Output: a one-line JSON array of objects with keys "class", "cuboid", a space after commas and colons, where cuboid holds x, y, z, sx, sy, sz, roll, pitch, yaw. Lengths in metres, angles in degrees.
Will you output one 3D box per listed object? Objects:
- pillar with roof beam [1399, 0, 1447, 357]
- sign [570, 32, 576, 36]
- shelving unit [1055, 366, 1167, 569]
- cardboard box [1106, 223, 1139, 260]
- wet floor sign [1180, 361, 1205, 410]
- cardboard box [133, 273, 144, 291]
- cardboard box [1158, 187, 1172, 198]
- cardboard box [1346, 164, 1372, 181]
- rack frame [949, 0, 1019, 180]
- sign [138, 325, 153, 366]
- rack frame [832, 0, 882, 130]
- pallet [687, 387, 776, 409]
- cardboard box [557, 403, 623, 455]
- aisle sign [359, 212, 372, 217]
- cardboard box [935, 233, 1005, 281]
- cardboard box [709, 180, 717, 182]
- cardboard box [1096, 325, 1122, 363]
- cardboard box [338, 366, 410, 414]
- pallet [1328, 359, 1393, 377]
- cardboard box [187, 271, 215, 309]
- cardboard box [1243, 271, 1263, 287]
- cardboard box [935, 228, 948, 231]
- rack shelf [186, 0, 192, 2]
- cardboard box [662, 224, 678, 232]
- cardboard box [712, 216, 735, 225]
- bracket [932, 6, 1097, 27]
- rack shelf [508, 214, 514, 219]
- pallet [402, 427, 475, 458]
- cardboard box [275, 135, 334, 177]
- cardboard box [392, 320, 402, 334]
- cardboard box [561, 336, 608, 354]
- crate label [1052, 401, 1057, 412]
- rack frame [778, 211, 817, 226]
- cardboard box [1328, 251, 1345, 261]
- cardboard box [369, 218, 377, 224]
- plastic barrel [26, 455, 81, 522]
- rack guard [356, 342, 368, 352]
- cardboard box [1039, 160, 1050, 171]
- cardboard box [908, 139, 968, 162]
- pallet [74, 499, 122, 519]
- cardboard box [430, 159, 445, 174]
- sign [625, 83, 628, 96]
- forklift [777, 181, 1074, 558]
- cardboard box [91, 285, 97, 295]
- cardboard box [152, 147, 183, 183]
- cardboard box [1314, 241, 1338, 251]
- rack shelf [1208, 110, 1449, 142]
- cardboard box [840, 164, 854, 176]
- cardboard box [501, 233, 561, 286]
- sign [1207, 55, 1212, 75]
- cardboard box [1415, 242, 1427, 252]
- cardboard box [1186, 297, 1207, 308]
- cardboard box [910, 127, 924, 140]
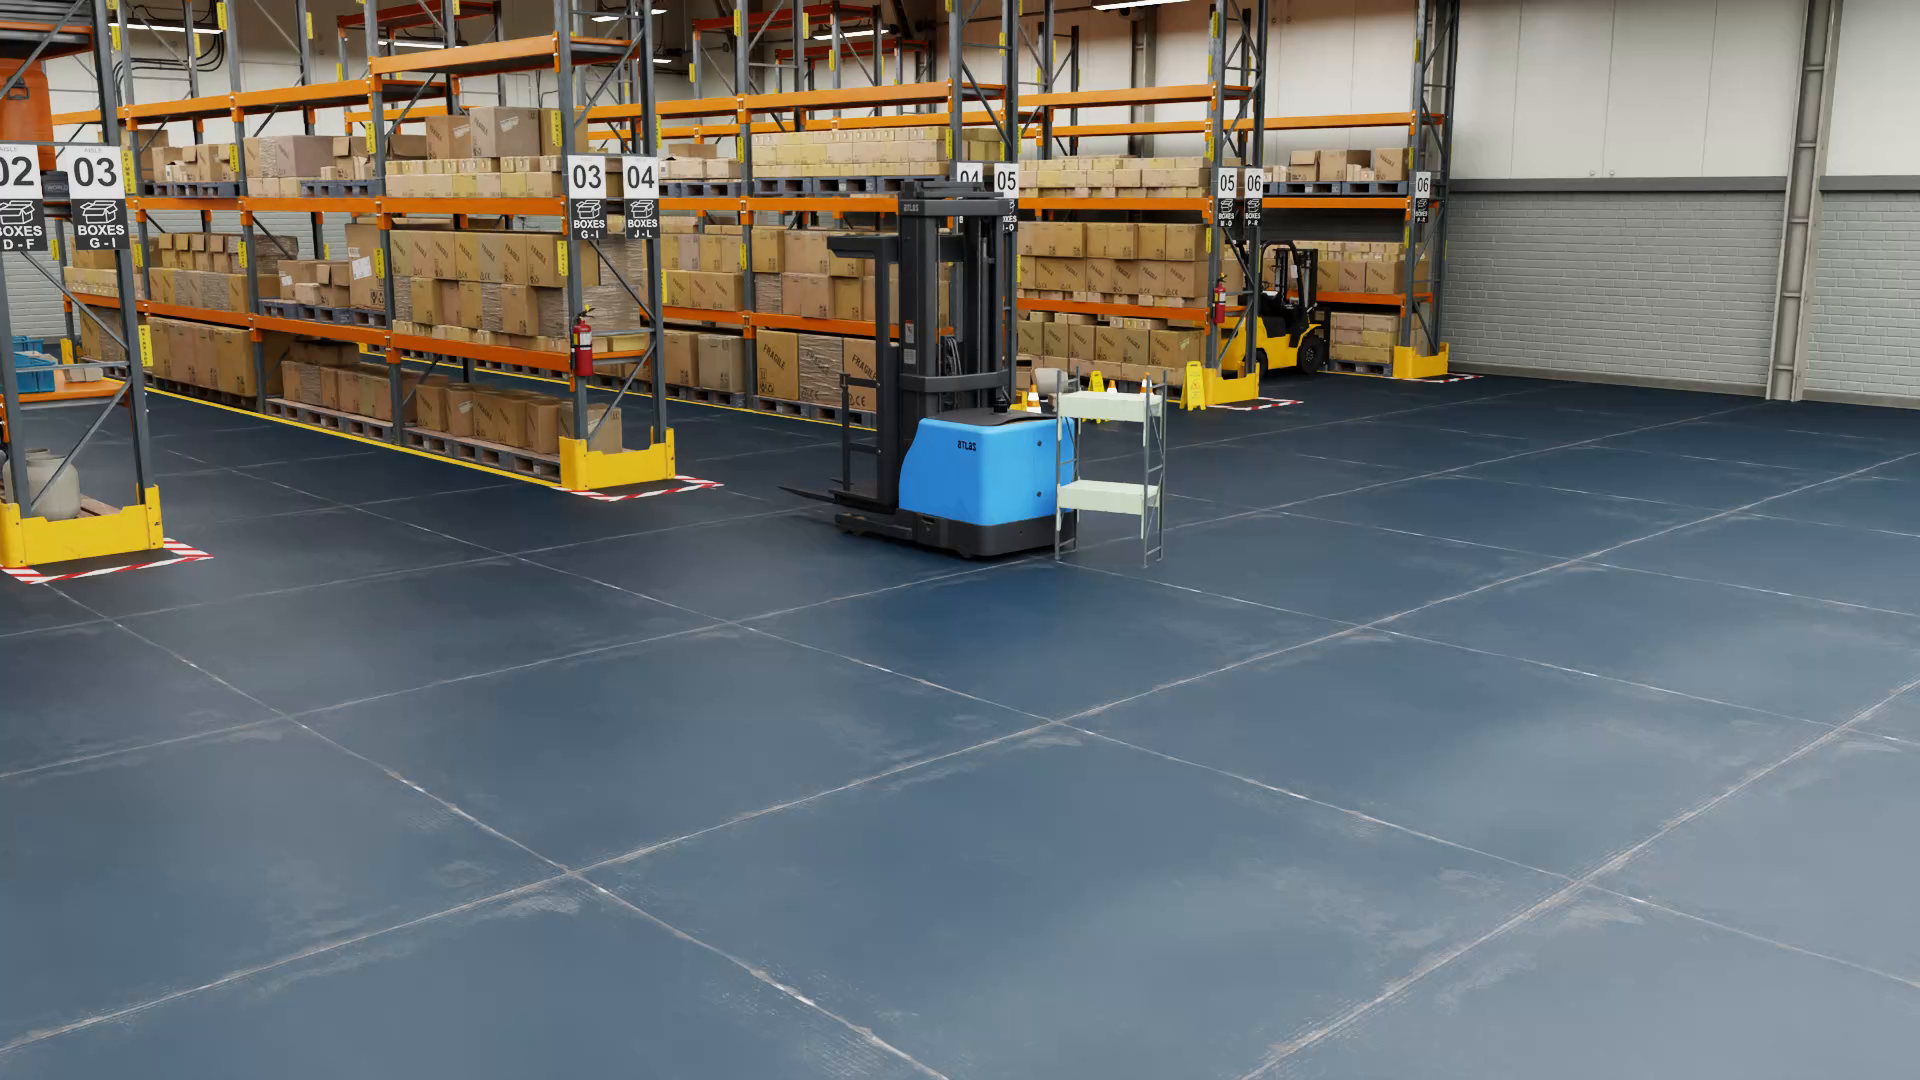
[{"class": "pillar with roof beam", "cuboid": [4.436, -6.679, 24.030, 9.100, 9.000, 0.400, -11, 16, -43]}, {"class": "sign", "cuboid": [-5.629, -7.242, 24.250, 0.100, 0.325, 0.005, -11, 16, -43]}, {"class": "shelving unit", "cuboid": [1.177, -0.579, 13.006, 0.755, 1.500, 0.431, 6, 13, 26]}, {"class": "cardboard box", "cuboid": [2.510, -4.285, 23.813, 0.700, 0.500, 0.500, -11, 16, -43]}, {"class": "wet floor sign", "cuboid": [3.149, -2.091, 22.464, 0.267, 0.644, 0.232, -5, 13, -23]}, {"class": "cardboard box", "cuboid": [-12.158, -3.892, 25.002, 0.500, 0.250, 0.500, -11, 16, -44]}, {"class": "cardboard box", "cuboid": [2.988, -4.856, 23.236, 0.380, 0.149, 0.250, -10, 15, -41]}, {"class": "cardboard box", "cuboid": [6.412, -5.887, 26.664, 0.396, 0.266, 0.258, -11, 16, -42]}, {"class": "rack frame", "cuboid": [0.281, -5.655, 19.059, 1.000, 3.000, 0.127, -11, 16, -43]}, {"class": "sign", "cuboid": [-6.558, -1.562, 13.373, 0.100, 0.325, 0.005, -11, 16, -43]}, {"class": "rack frame", "cuboid": [-1.733, -7.527, 28.146, 1.000, 3.000, 0.127, -11, 16, -43]}, {"class": "pallet", "cuboid": [-3.069, -2.037, 23.275, 1.003, 0.211, 1.213, -11, 16, -43]}, {"class": "cardboard box", "cuboid": [-3.795, -1.115, 17.045, 0.500, 0.500, 0.500, -7, 14, -32]}, {"class": "aisle sign", "cuboid": [-11.036, -6.294, 30.585, 0.394, 0.787, 0.004, -11, 16, -43]}, {"class": "cardboard box", "cuboid": [0.053, -3.379, 19.830, 0.875, 0.550, 0.550, -11, 16, -43]}, {"class": "cardboard box", "cuboid": [-4.403, -6.660, 30.662, 0.396, 0.266, 0.258, -11, 16, -43]}, {"class": "cardboard box", "cuboid": [2.343, -2.879, 24.365, 0.500, 0.500, 0.500, 11, 16, 44]}, {"class": "cardboard box", "cuboid": [-7.249, -1.862, 20.619, 0.500, 0.500, 0.700, 10, 15, 40]}, {"class": "pallet", "cuboid": [6.820, -2.854, 27.239, 1.003, 0.211, 1.213, -11, 16, -43]}, {"class": "cardboard box", "cuboid": [-10.473, -3.518, 23.304, 0.500, 0.500, 0.500, -10, 16, -41]}, {"class": "cardboard box", "cuboid": [5.106, -4.572, 28.419, 0.500, 0.500, 0.500, -11, 16, -42]}, {"class": "cardboard box", "cuboid": [-0.400, -5.108, 27.635, 0.250, 0.149, 0.380, 11, 16, 42]}, {"class": "rack shelf", "cuboid": [-10.282, -7.714, 22.597, 1.077, 0.370, 4.000, -11, 16, -43]}, {"class": "cardboard box", "cuboid": [-5.366, -5.817, 31.986, 0.500, 0.500, 0.500, -11, 16, -43]}, {"class": "cardboard box", "cuboid": [-4.526, -6.111, 31.808, 0.380, 0.149, 0.250, -11, 16, -43]}, {"class": "bracket", "cuboid": [1.084, -10.305, 32.708, 0.076, 0.066, 4.783, -11, 16, -43]}, {"class": "rack shelf", "cuboid": [-6.625, -5.293, 26.518, 1.077, 0.370, 4.000, -11, 16, -43]}, {"class": "pallet", "cuboid": [-5.649, -1.165, 19.045, 1.003, 0.211, 1.213, -11, 16, -43]}, {"class": "cardboard box", "cuboid": [-8.062, -4.720, 20.465, 0.500, 0.500, 0.500, 11, 16, 44]}, {"class": "cardboard box", "cuboid": [-6.208, -2.428, 18.885, 0.380, 0.149, 0.250, -11, 16, -43]}, {"class": "cardboard box", "cuboid": [-3.722, -1.930, 16.469, 0.380, 0.149, 0.250, -11, 16, -43]}, {"class": "crate label", "cuboid": [1.406, -1.804, 22.329, 0.298, 0.136, 0.250, 3, 12, 16]}, {"class": "rack frame", "cuboid": [-3.671, -6.449, 37.778, 1.000, 3.000, 0.127, -11, 16, -43]}, {"class": "cardboard box", "cuboid": [6.222, -4.642, 27.152, 0.250, 0.149, 0.380, 11, 16, 43]}, {"class": "cardboard box", "cuboid": [-10.297, -5.561, 30.007, 0.500, 0.500, 0.500, -10, 15, -41]}, {"class": "plastic barrel", "cuboid": [-7.468, -0.423, 13.655, 0.421, 0.512, 0.421, 0, 12, 0]}, {"class": "rack guard", "cuboid": [-10.716, -3.817, 31.197, 1.175, 0.500, 0.348, -11, 16, -43]}, {"class": "cardboard box", "cuboid": [1.387, -5.577, 24.759, 0.250, 0.149, 0.380, 11, 16, 43]}, {"class": "cardboard box", "cuboid": [-0.259, -4.545, 19.452, 0.500, 0.250, 0.500, -11, 16, -42]}, {"class": "pallet", "cuboid": [-7.602, -0.108, 13.914, 1.003, 0.211, 1.213, -11, 16, -43]}, {"class": "cardboard box", "cuboid": [-5.410, -3.972, 17.707, 0.380, 0.149, 0.250, -11, 16, -44]}, {"class": "sign", "cuboid": [-6.856, -9.265, 34.068, 0.100, 0.325, 0.005, -11, 16, -43]}, {"class": "forklift", "cuboid": [-0.420, -1.530, 14.076, 1.130, 2.935, 3.031, -10, 15, -41]}, {"class": "cardboard box", "cuboid": [-13.529, -3.967, 26.357, 0.380, 0.149, 0.250, -11, 16, -43]}, {"class": "cardboard box", "cuboid": [-11.255, -5.432, 24.123, 0.700, 0.500, 0.500, -10, 16, -41]}, {"class": "cardboard box", "cuboid": [6.025, -4.821, 27.286, 0.380, 0.149, 0.250, -10, 16, -41]}, {"class": "rack shelf", "cuboid": [5.998, -6.796, 27.369, 1.077, 0.370, 4.000, -11, 16, -43]}, {"class": "cardboard box", "cuboid": [-1.247, -4.542, 20.422, 0.380, 0.149, 0.250, -11, 16, -42]}, {"class": "cardboard box", "cuboid": [-4.284, -2.843, 16.813, 0.500, 0.500, 0.500, -11, 16, -43]}, {"class": "sign", "cuboid": [4.232, -8.055, 28.195, 0.100, 0.325, 0.005, -11, 16, -43]}, {"class": "cardboard box", "cuboid": [7.301, -4.705, 26.721, 0.380, 0.149, 0.250, -11, 16, -44]}, {"class": "cardboard box", "cuboid": [3.378, -3.323, 23.230, 0.380, 0.149, 0.250, -10, 15, -41]}, {"class": "cardboard box", "cuboid": [-0.369, -4.747, 19.441, 0.380, 0.149, 0.250, -11, 16, -42]}]
